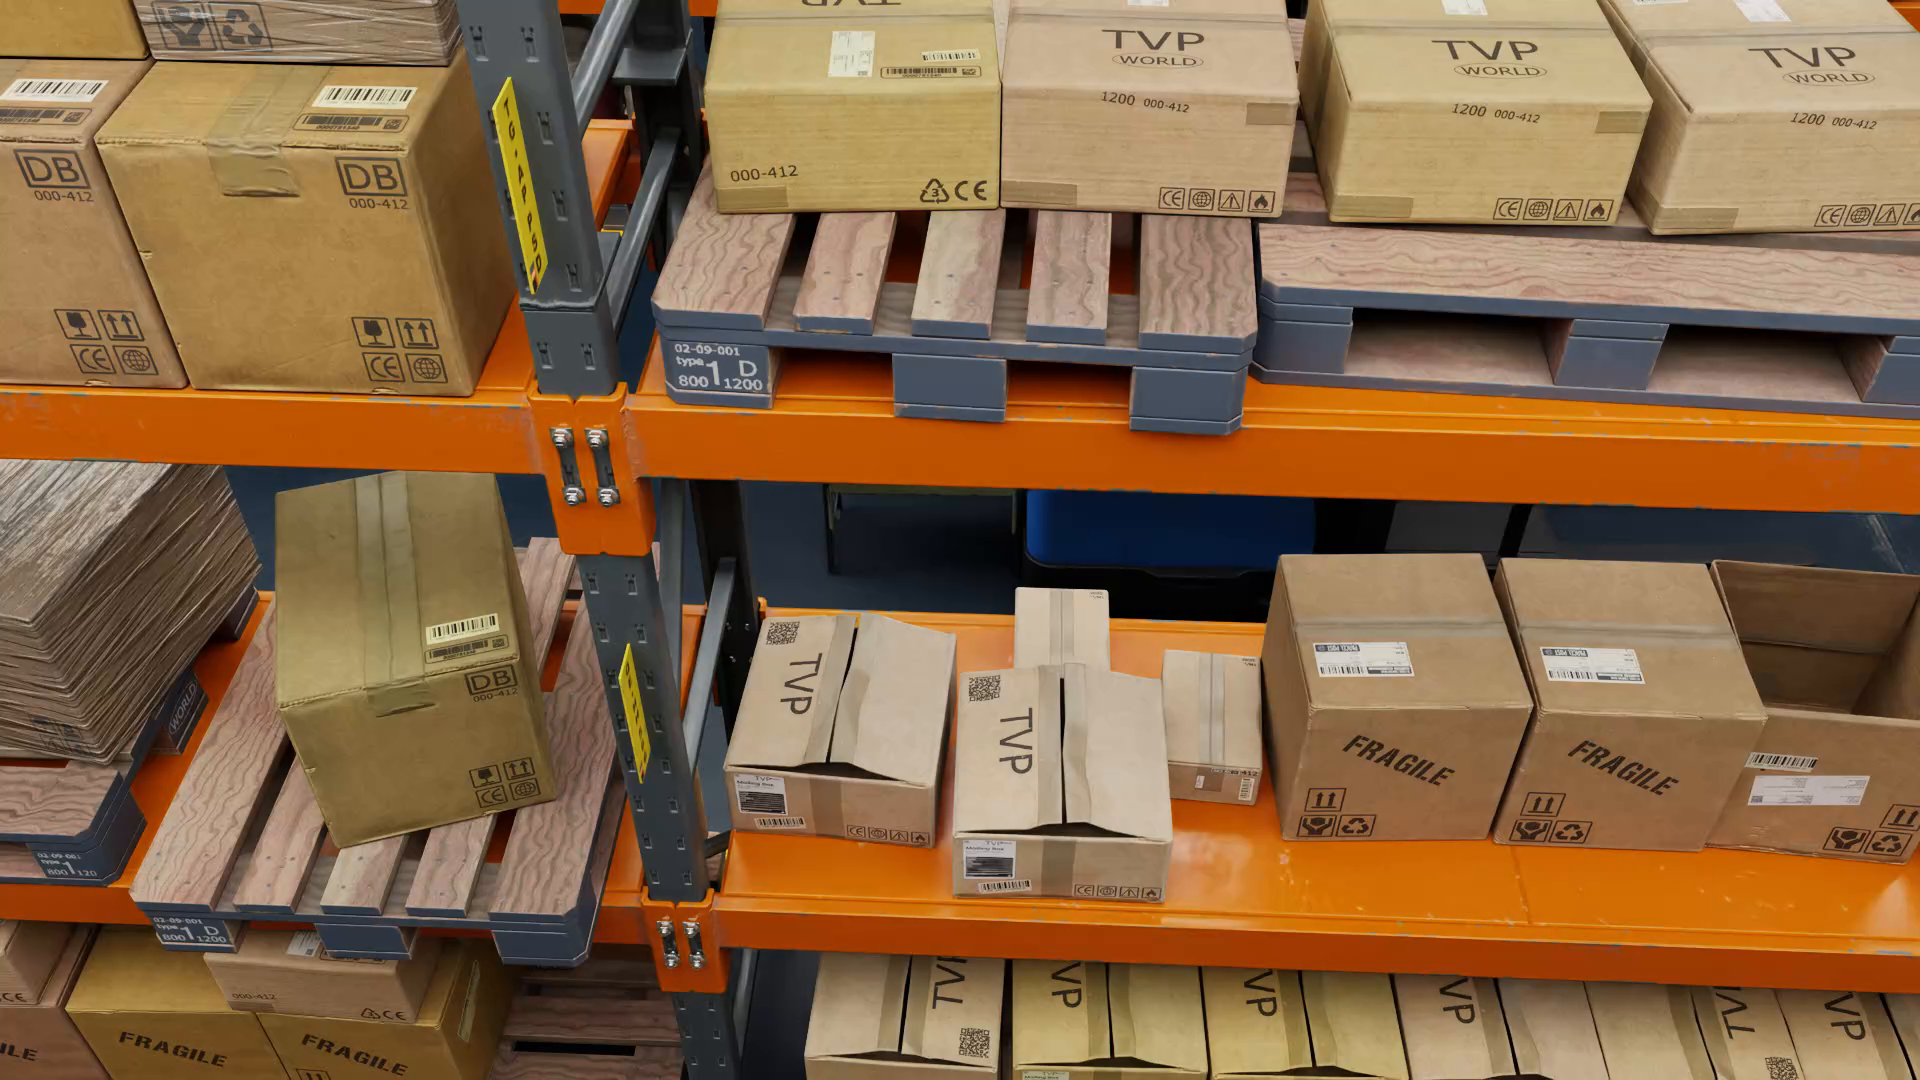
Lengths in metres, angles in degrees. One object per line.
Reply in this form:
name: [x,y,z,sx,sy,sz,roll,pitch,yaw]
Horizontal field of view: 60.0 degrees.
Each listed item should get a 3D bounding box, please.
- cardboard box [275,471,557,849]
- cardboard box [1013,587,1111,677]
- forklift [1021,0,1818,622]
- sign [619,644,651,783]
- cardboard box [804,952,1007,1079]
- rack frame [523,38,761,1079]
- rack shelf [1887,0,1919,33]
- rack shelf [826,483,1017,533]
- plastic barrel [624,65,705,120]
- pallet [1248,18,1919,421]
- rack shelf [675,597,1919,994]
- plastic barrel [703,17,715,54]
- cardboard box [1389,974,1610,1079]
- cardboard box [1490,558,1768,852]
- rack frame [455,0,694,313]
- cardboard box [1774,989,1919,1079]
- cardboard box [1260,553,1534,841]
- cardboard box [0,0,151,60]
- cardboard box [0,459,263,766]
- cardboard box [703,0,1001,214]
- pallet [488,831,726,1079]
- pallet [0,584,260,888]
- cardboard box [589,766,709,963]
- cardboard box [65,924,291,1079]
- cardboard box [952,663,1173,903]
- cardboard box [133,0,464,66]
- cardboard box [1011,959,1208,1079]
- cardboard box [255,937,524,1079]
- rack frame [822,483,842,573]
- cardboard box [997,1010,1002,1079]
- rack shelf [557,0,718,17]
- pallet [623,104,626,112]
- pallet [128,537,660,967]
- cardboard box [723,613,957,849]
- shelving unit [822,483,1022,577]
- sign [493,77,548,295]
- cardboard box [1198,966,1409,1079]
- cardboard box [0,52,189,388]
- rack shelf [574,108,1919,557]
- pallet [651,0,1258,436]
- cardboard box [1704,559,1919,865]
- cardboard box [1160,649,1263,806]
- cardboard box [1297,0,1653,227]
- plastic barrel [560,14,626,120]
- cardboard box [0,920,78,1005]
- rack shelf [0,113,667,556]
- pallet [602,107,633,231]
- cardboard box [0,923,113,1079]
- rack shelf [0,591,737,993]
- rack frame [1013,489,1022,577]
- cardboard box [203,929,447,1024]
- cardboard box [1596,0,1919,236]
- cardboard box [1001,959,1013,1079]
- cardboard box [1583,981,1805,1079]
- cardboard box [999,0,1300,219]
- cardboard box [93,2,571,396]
cardboard box: [-1.278,0.246,3.904,0.500,0.500,0.700,-12,44,-12]
cardboard box: [0.267,0.310,4.400,0.250,0.149,0.380,2,43,2]
forklift: [1.764,-1.076,5.755,3.031,2.935,1.130,1,43,1]
sign: [-0.659,0.354,3.378,0.005,0.325,0.100,2,43,2]
cardboard box: [-0.134,1.242,4.514,0.500,0.311,0.500,3,43,3]
rack frame: [-0.644,0.379,4.143,0.127,3.000,1.000,2,43,2]
rack shelf: [5.577,-2.546,7.811,4.000,0.370,1.077,2,43,2]
rack shelf: [-0.139,-0.307,6.458,0.720,0.370,0.431,1,43,1]
plastic barrel: [-1.475,-2.197,8.425,0.421,0.512,0.421,0,43,0]
pallet: [1.155,-0.657,3.193,1.213,0.211,1.003,4,43,4]
rack shelf: [1.354,0.704,4.322,4.000,0.370,1.077,2,43,2]
plastic barrel: [-0.907,-2.357,8.363,0.708,0.830,0.600,2,43,2]
cardboard box: [1.414,1.285,4.467,0.500,0.311,0.500,1,43,1]
cardboard box: [1.559,0.399,4.048,0.500,0.500,0.500,2,43,2]
rack frame: [-0.644,-1.816,2.098,0.127,3.000,1.000,2,43,2]
cardboard box: [2.414,1.320,4.430,0.500,0.311,0.500,3,43,3]
cardboard box: [1.033,0.383,4.065,0.500,0.500,0.500,0,43,0]
cardboard box: [-1.589,-1.154,2.781,0.500,0.500,0.500,2,43,2]
cardboard box: [-2.183,0.088,4.073,0.500,0.500,0.700,9,44,10]
cardboard box: [-0.188,-0.842,3.054,0.500,0.250,0.500,-1,43,-1]
pallet: [-1.388,1.351,5.145,1.213,0.211,1.003,2,43,2]
pallet: [-2.587,0.393,4.269,1.213,0.211,1.003,2,43,2]
cardboard box: [-1.086,0.924,5.068,0.500,0.500,0.500,3,43,4]
cardboard box: [-2.106,1.248,4.721,0.500,0.500,0.500,0,43,0]
cardboard box: [0.241,0.571,4.002,0.500,0.311,0.500,1,43,1]
cardboard box: [-1.080,-1.139,2.764,0.500,0.500,0.500,2,43,2]
cardboard box: [0.391,1.253,4.502,0.500,0.311,0.500,1,43,1]
cardboard box: [-1.589,1.264,4.704,0.500,0.500,0.500,3,43,4]
rack frame: [-0.505,-0.552,6.242,0.023,1.500,0.400,1,43,1]
cardboard box: [-0.134,1.448,4.705,0.500,0.250,0.500,2,43,2]
rack shelf: [-2.415,-2.792,8.074,4.000,0.370,1.077,2,43,2]
pallet: [-2.422,-2.009,8.751,1.213,0.211,1.003,2,43,2]
pallet: [-1.324,0.476,4.179,1.003,0.211,1.213,2,43,2]
cardboard box: [-0.283,0.453,4.129,0.500,0.311,0.500,4,43,5]
shelving unit: [-0.139,-0.546,6.236,0.755,1.500,0.431,1,43,1]
sign: [-0.671,-0.538,2.547,0.005,0.325,0.100,2,43,2]
cardboard box: [0.900,1.270,4.484,0.500,0.311,0.500,1,43,1]
cardboard box: [-1.591,-0.761,3.093,0.500,0.500,0.910,2,43,2]
rack shelf: [1.354,-0.394,3.299,4.000,0.370,1.077,2,43,2]
pallet: [0.038,-0.689,3.227,1.003,0.211,1.213,4,43,4]
cardboard box: [2.059,0.414,4.031,0.500,0.500,0.500,5,43,5]
cardboard box: [0.632,0.472,4.227,0.250,0.149,0.380,5,43,5]
cardboard box: [0.907,-0.813,3.023,0.500,0.250,0.500,1,43,1]
plastic barrel: [-2.035,-2.303,8.483,0.708,0.588,0.600,2,43,2]
cardboard box: [-2.668,0.962,4.478,0.500,0.250,0.500,1,43,1]
rack shelf: [-2.642,-0.517,3.431,4.000,0.370,1.077,2,43,2]
pallet: [-1.207,-1.969,8.709,1.213,0.211,1.003,2,43,2]
cardboard box: [-2.630,1.236,4.734,0.500,0.500,0.500,0,43,0]
rack shelf: [-2.642,0.581,4.454,4.000,0.370,1.077,2,43,2]
rack frame: [0.226,-0.539,6.229,0.023,1.500,0.400,1,43,1]
cardboard box: [-1.645,0.991,4.447,0.500,0.250,0.500,3,43,4]
cardboard box: [1.445,-0.795,3.004,0.500,0.250,0.500,-2,43,-2]
cardboard box: [0.368,1.462,4.689,0.500,0.250,0.500,1,43,1]
cardboard box: [1.916,1.303,4.448,0.500,0.311,0.500,2,43,2]
cardboard box: [0.336,-0.838,3.050,0.500,0.250,0.500,3,43,3]
cardboard box: [-1.081,-0.746,3.076,0.500,0.500,0.910,2,43,2]
